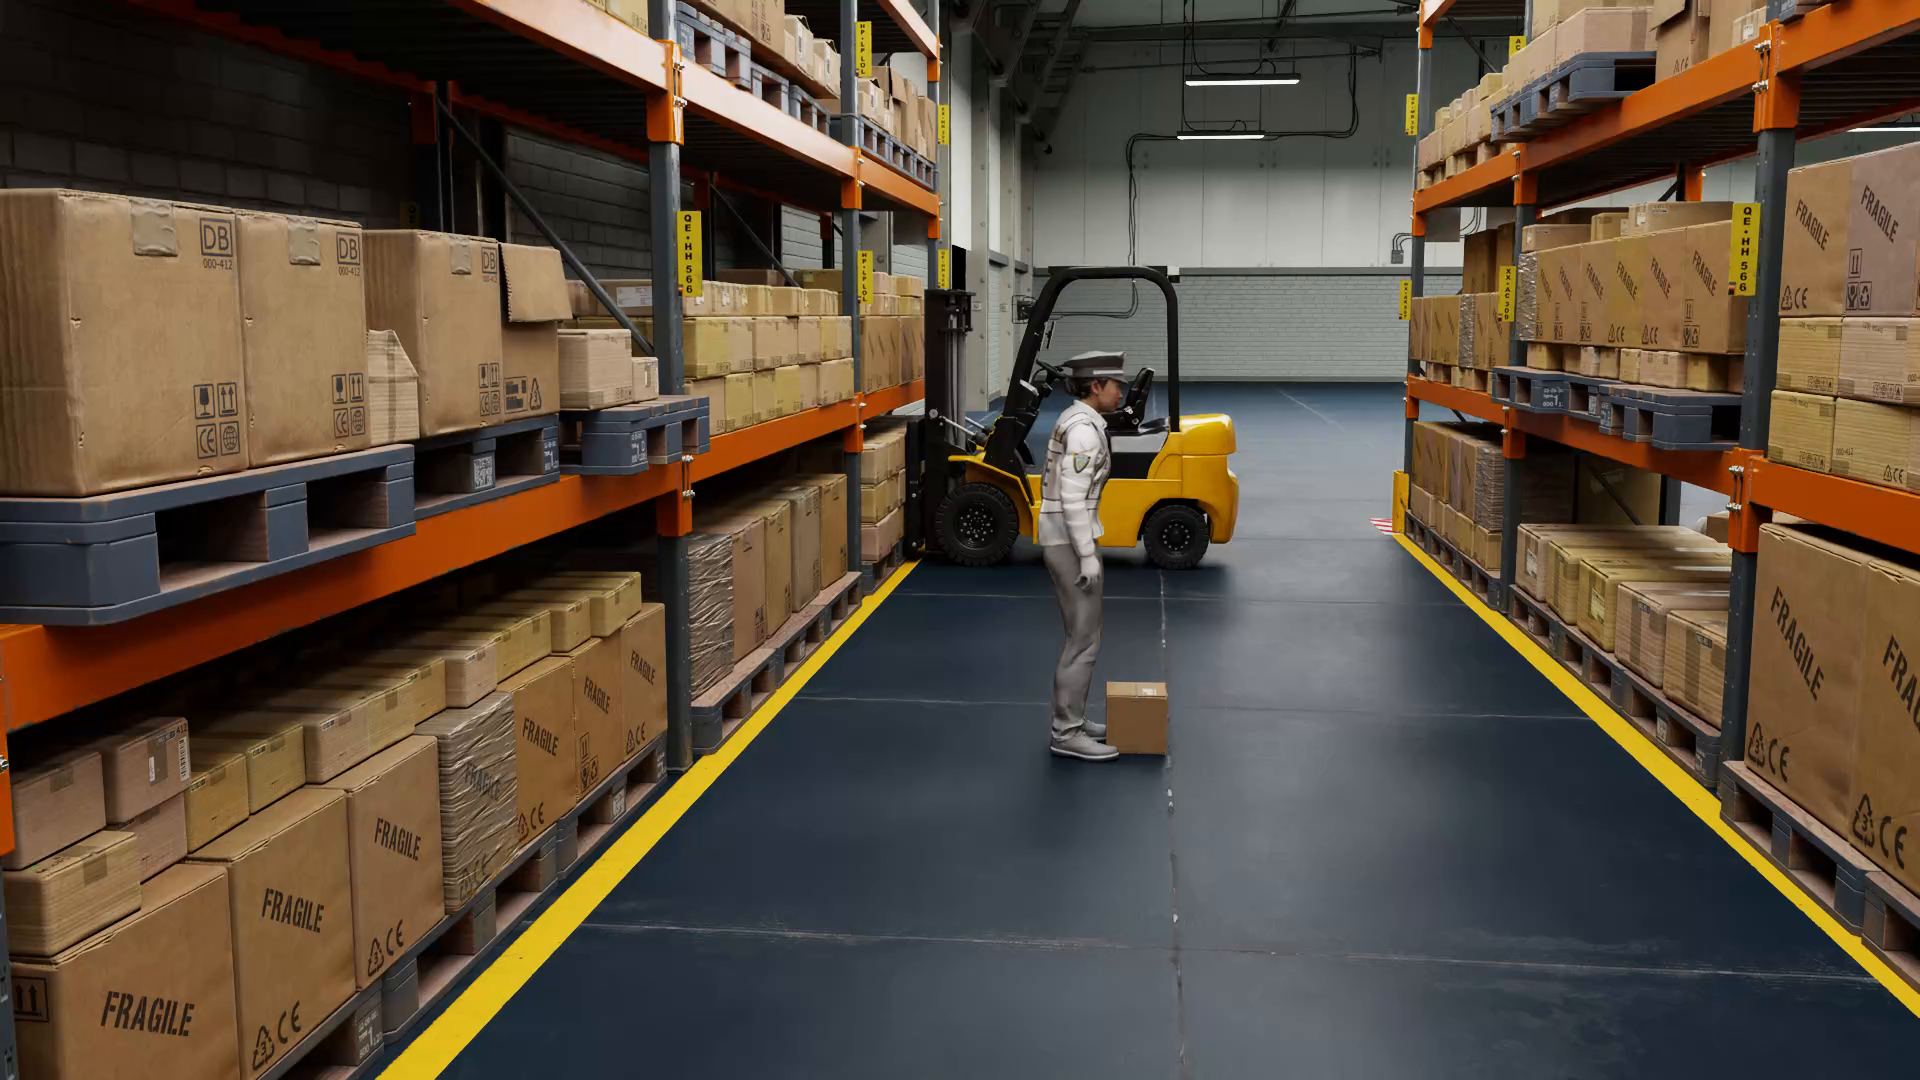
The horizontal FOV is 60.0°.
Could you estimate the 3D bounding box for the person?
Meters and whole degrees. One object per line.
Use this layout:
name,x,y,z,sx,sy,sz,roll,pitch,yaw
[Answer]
person,0.508,0.048,6.937,0.378,1.663,0.537,1,8,5
